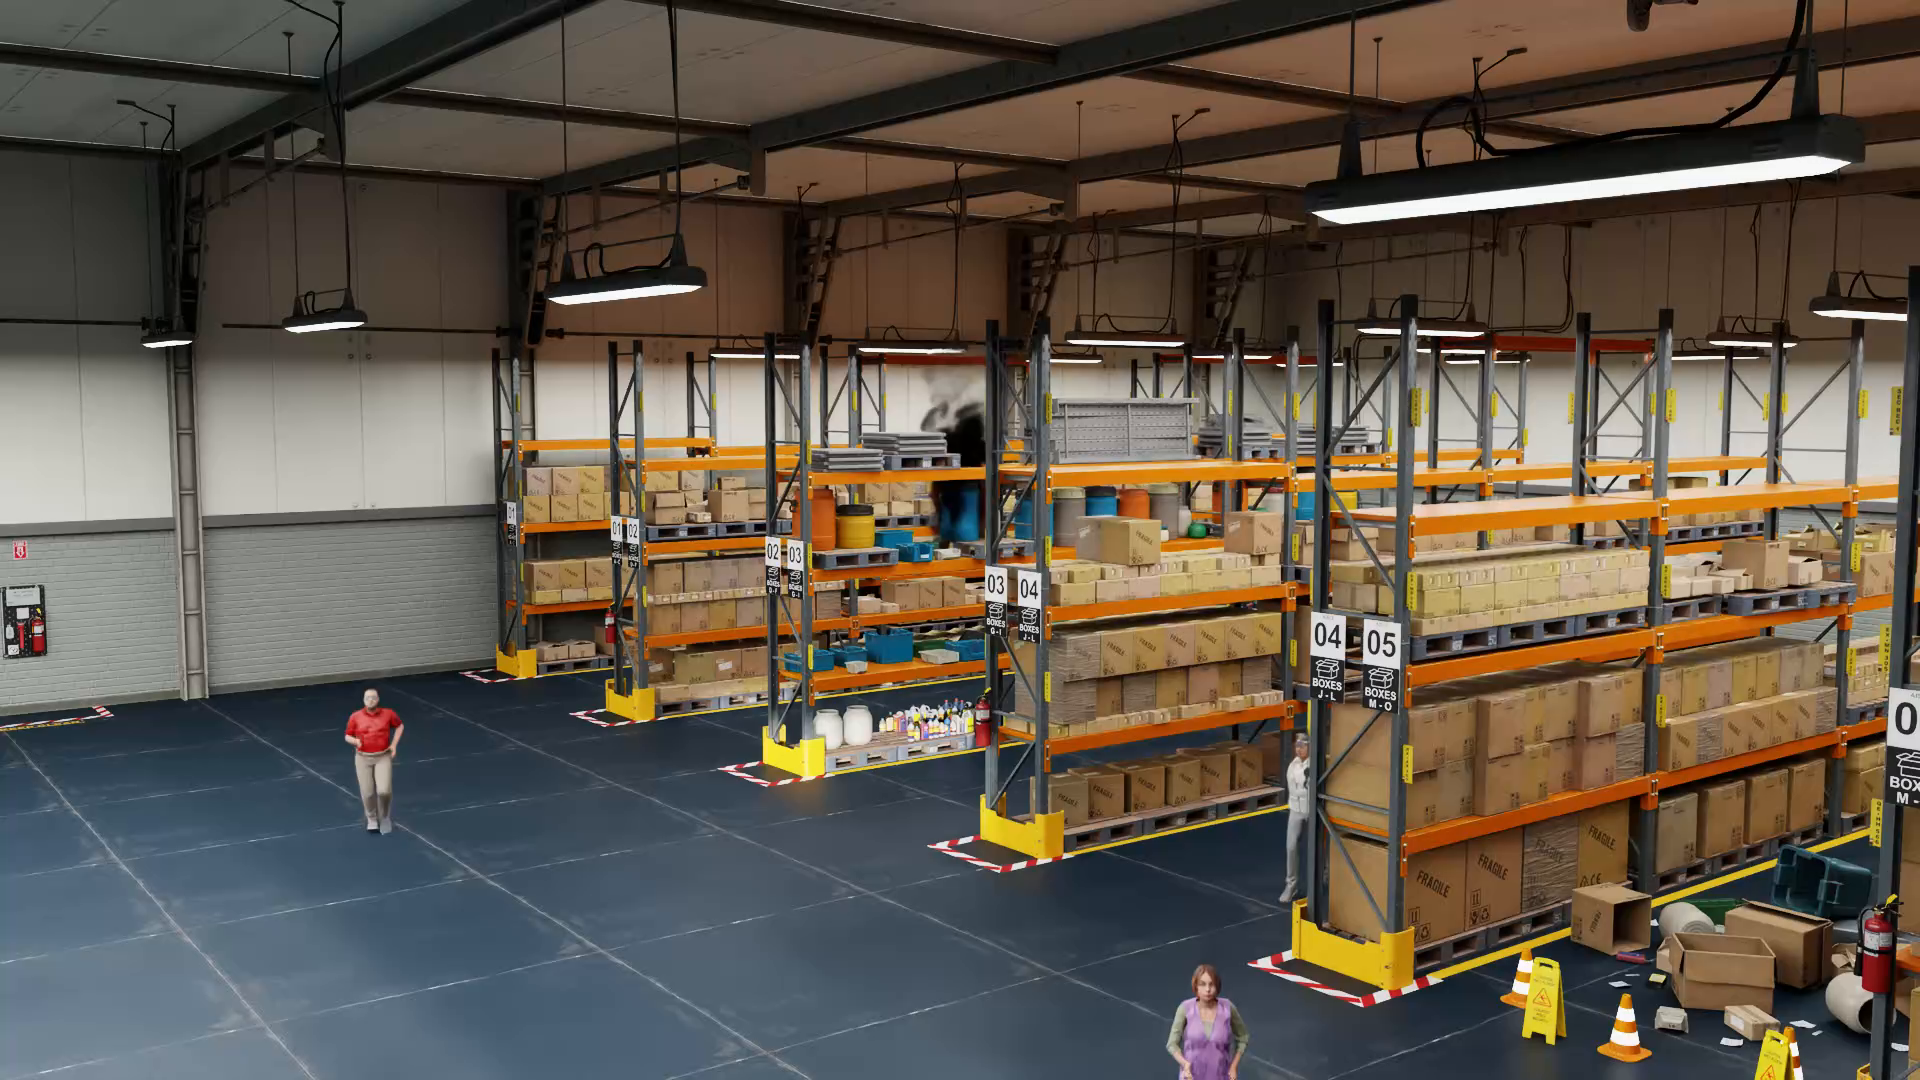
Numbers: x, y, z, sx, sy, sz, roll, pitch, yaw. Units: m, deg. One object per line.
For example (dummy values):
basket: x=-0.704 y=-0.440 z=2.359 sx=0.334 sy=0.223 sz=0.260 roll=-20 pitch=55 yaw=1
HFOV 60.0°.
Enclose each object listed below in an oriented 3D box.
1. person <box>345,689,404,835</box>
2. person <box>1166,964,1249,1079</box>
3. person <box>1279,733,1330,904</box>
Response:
person: x=-6.855 y=2.615 z=19.464 sx=0.644 sy=1.740 sz=0.660 roll=-1 pitch=5 yaw=-15
person: x=1.564 y=3.465 z=10.487 sx=0.526 sy=1.552 sz=0.536 roll=1 pitch=5 yaw=6
person: x=3.585 y=2.824 z=17.074 sx=0.592 sy=1.732 sz=0.821 roll=5 pitch=7 yaw=42
